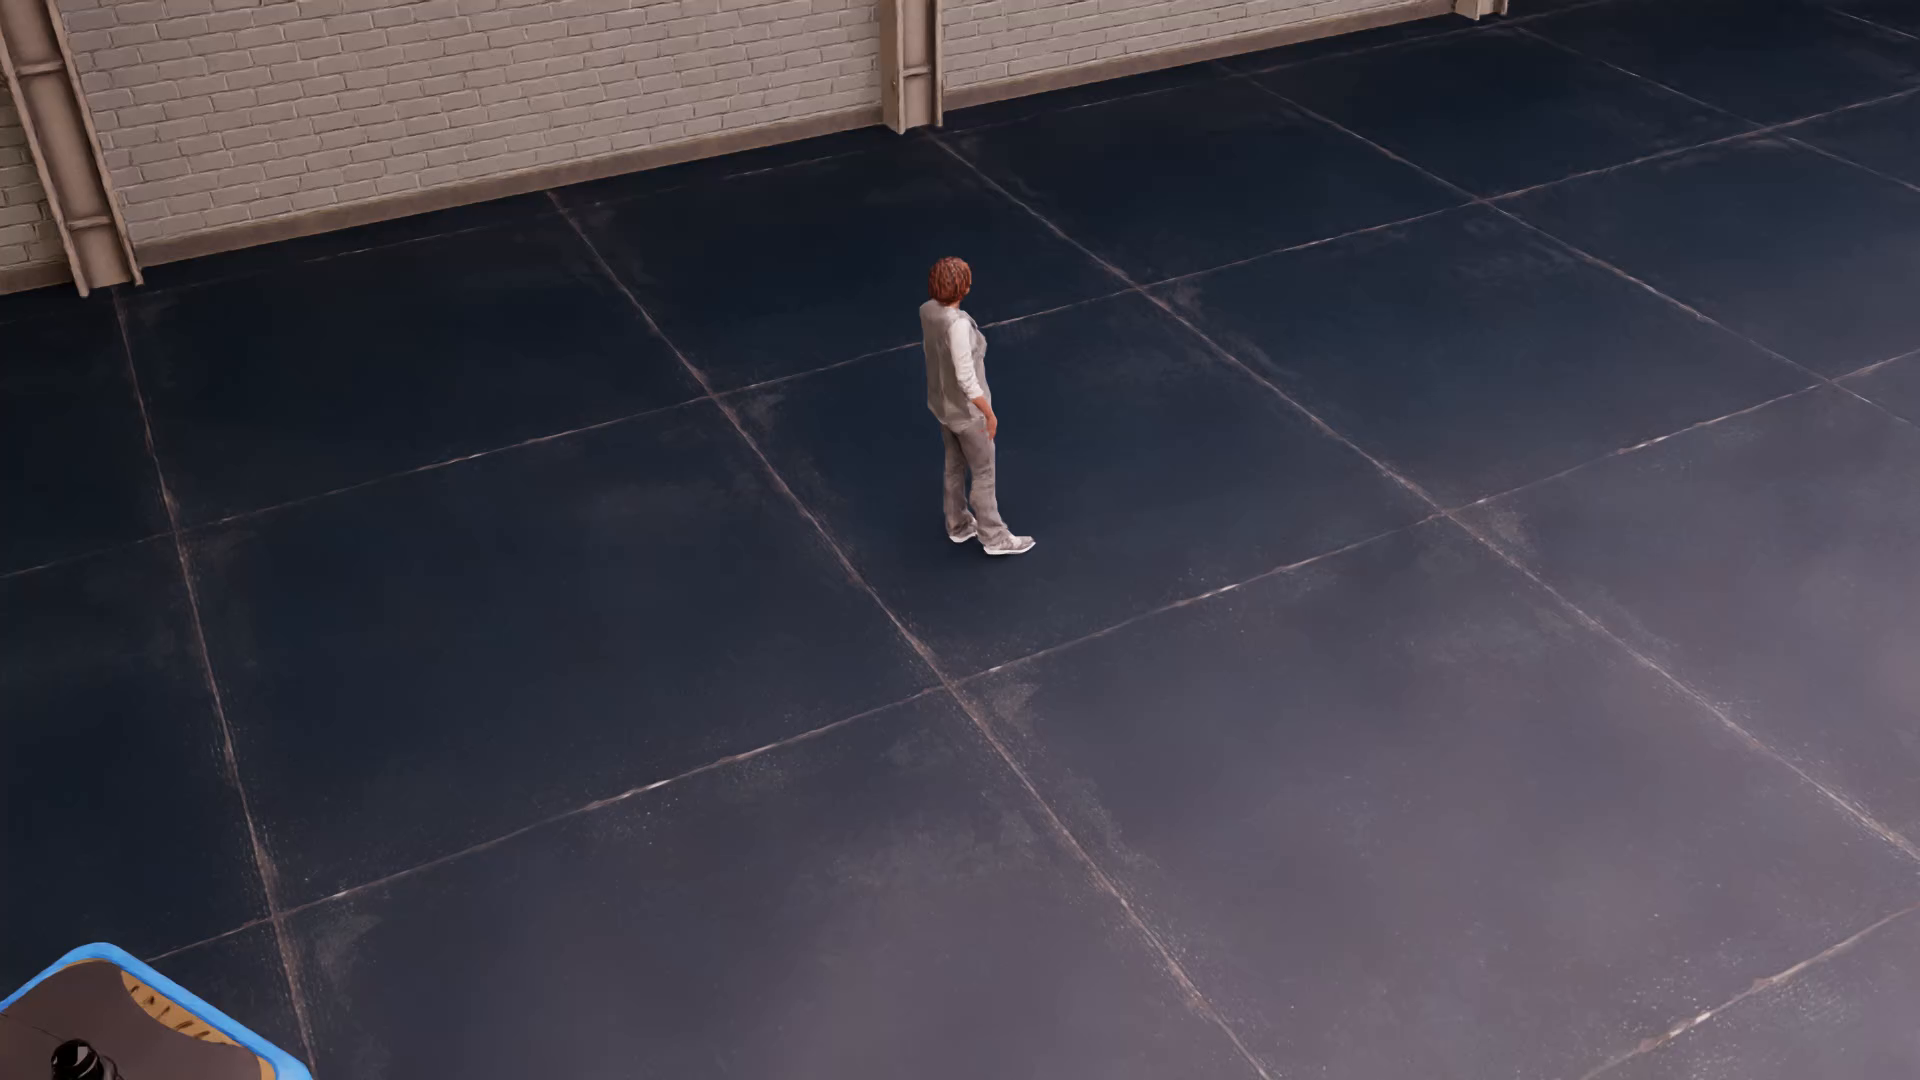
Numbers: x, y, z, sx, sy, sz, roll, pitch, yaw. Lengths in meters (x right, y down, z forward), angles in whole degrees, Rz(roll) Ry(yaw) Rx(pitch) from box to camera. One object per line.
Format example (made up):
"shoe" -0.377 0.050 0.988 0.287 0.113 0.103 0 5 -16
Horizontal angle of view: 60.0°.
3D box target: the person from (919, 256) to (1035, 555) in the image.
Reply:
"person" 0.072 -0.671 8.216 0.474 1.597 0.521 -17 39 -23

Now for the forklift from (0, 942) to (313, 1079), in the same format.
"forklift" -3.014 1.760 3.633 1.130 2.935 3.031 19 40 25
